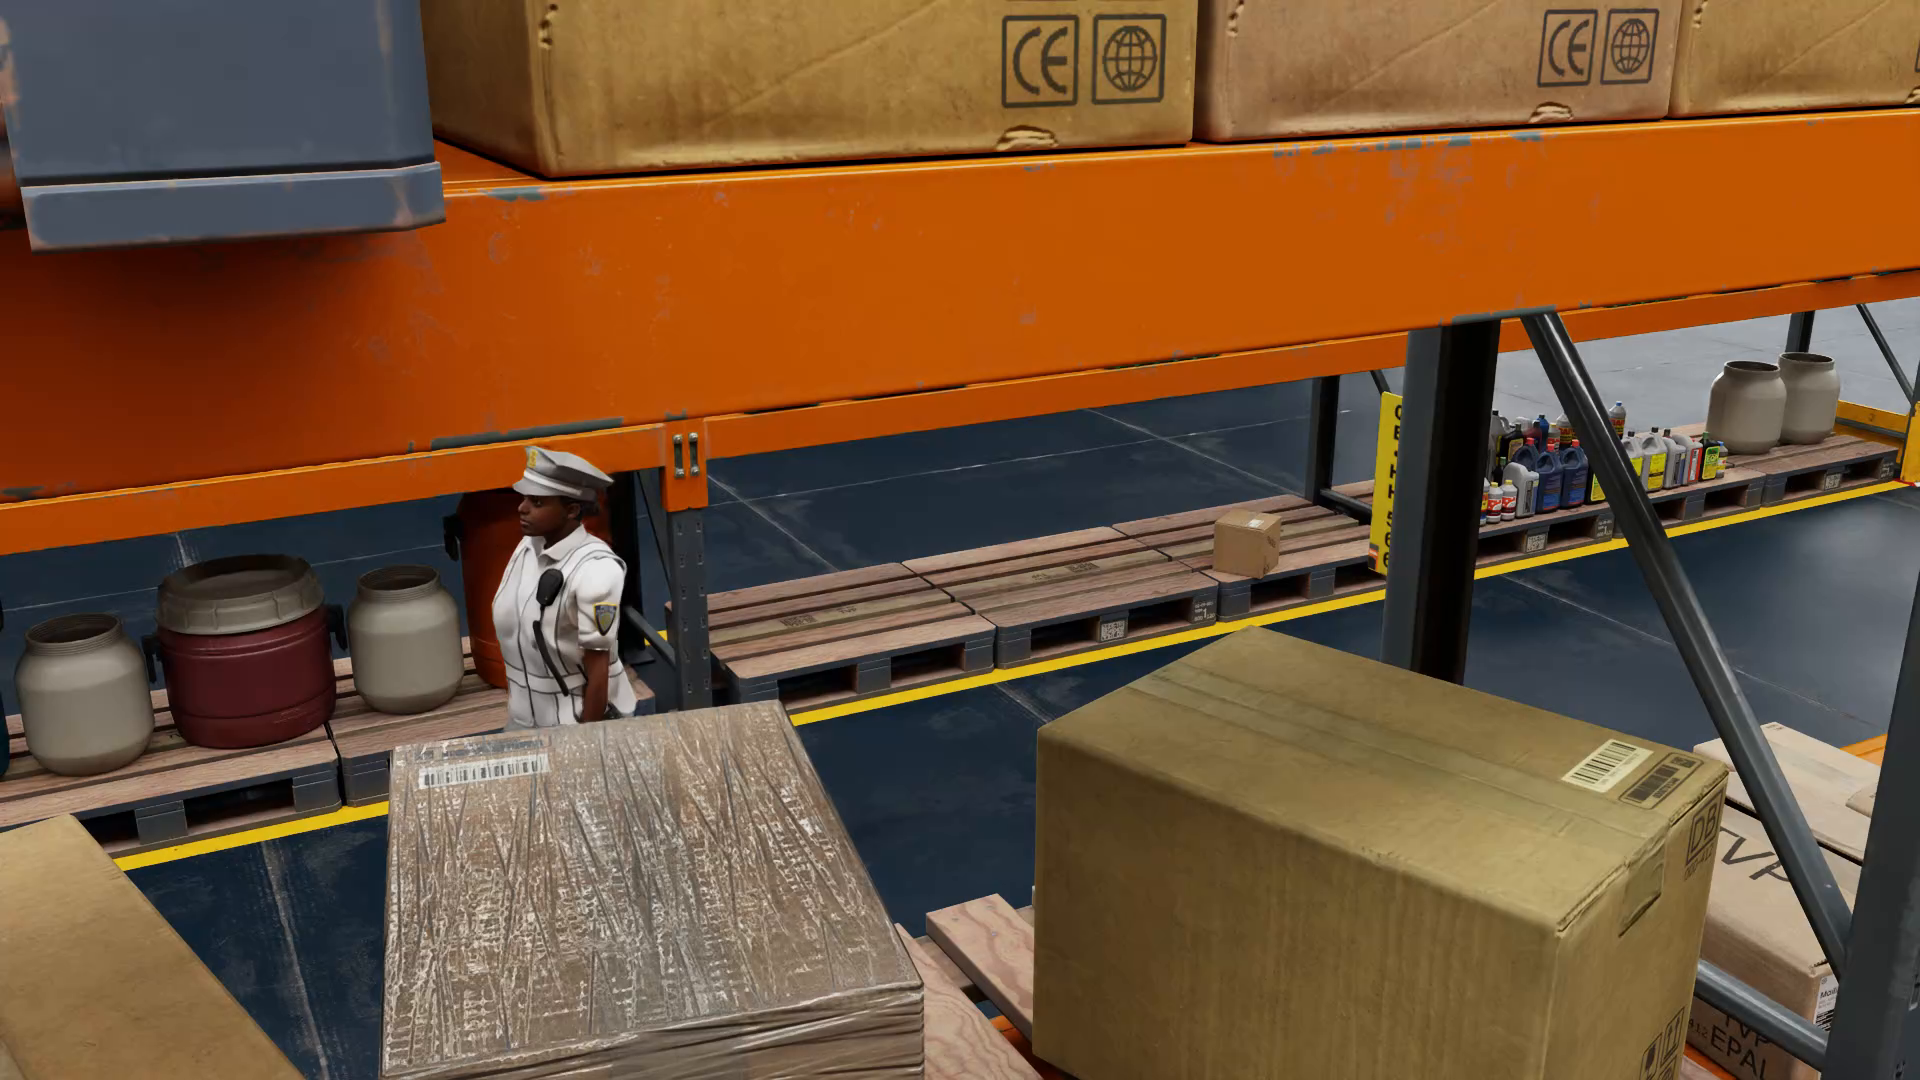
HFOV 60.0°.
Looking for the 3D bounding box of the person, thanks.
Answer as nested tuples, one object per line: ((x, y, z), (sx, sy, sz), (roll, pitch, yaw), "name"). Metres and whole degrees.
((-1.174, 0.556, 4.832), (0.440, 1.714, 0.441), (14, 23, 35), "person")
